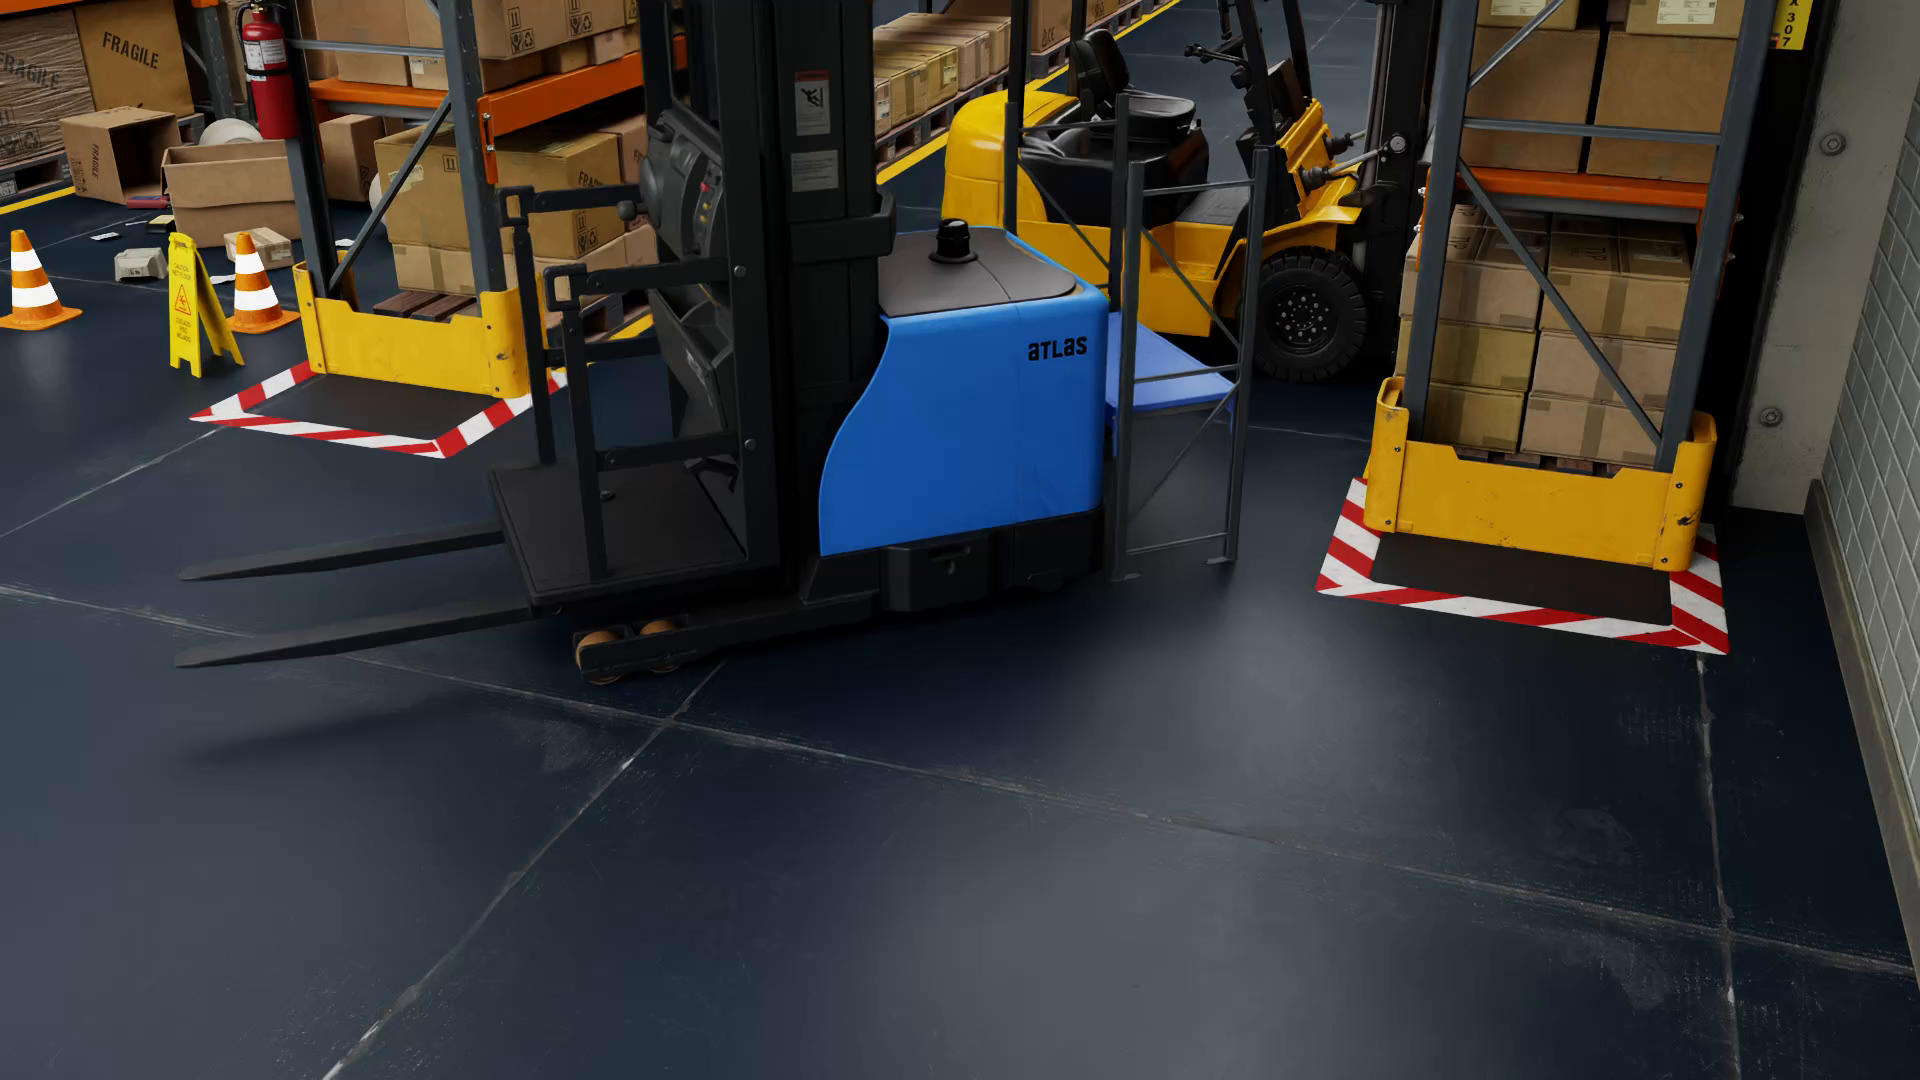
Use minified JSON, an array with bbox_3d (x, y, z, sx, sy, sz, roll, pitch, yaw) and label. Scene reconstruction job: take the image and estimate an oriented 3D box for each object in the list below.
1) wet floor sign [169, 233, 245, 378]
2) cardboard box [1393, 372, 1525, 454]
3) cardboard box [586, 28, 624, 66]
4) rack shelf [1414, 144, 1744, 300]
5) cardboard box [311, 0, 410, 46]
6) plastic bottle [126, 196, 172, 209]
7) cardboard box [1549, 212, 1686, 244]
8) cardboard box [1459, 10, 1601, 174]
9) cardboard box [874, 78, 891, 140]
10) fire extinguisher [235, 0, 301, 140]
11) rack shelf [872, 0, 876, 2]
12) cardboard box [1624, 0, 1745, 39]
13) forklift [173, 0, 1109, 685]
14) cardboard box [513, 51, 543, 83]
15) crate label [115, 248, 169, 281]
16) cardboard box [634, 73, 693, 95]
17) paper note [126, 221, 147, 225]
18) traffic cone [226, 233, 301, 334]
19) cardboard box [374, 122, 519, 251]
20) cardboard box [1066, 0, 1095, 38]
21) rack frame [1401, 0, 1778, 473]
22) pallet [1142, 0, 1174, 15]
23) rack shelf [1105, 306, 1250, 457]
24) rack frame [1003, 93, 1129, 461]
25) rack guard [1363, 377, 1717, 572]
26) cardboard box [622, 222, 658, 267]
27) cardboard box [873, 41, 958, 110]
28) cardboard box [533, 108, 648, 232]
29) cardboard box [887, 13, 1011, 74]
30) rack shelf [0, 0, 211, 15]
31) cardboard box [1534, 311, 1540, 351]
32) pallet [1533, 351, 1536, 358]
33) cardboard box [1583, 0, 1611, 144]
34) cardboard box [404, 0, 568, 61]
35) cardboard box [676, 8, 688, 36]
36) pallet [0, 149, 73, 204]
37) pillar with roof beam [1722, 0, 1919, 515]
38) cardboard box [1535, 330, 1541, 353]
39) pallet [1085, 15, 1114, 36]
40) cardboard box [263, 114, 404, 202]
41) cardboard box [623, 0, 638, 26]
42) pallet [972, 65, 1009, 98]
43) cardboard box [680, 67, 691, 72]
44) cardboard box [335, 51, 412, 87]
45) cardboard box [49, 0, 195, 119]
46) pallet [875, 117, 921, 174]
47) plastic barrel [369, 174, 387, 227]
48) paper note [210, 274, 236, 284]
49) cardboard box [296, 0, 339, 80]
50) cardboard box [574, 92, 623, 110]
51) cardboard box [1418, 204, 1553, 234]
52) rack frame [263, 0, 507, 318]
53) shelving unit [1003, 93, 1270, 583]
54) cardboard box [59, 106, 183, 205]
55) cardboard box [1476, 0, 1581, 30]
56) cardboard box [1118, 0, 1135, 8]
[{"bbox_3d":[-3.608,-1.127,7.838,0.267,0.644,0.232,20,32,35],"label":"wet floor sign"},{"bbox_3d":[2.005,-0.582,6.683,0.500,0.250,0.500,9,27,18],"label":"cardboard box"},{"bbox_3d":[-1.864,-2.407,8.068,0.380,0.149,0.250,9,27,18],"label":"cardboard box"},{"bbox_3d":[2.812,-1.890,7.536,1.077,0.370,4.000,9,27,17],"label":"rack shelf"},{"bbox_3d":[-2.615,-2.552,7.622,0.500,0.500,0.500,8,27,17],"label":"cardboard box"},{"bbox_3d":[-5.163,-2.161,10.643,0.283,0.061,0.133,0,26,-1],"label":"plastic bottle"},{"bbox_3d":[2.648,-1.169,6.748,0.500,0.250,0.500,9,27,18],"label":"cardboard box"},{"bbox_3d":[2.062,-1.677,6.157,0.500,0.500,0.500,8,27,16],"label":"cardboard box"},{"bbox_3d":[-1.032,-2.976,11.488,0.950,0.372,0.625,9,27,18],"label":"cardboard box"},{"bbox_3d":[-3.008,-2.095,7.223,0.296,0.674,0.183,9,27,17],"label":"fire extinguisher"},{"bbox_3d":[-0.539,-4.252,12.415,1.077,0.370,4.000,9,27,17],"label":"rack shelf"},{"bbox_3d":[2.504,-1.830,5.729,0.380,0.149,0.250,8,27,16],"label":"cardboard box"},{"bbox_3d":[-1.061,-1.120,5.199,3.031,2.935,1.130,-10,27,-19],"label":"forklift"},{"bbox_3d":[-2.157,-2.212,7.665,0.380,0.149,0.250,9,27,18],"label":"cardboard box"},{"bbox_3d":[-4.566,-1.538,9.270,0.250,0.136,0.298,-5,26,-9],"label":"crate label"},{"bbox_3d":[-1.485,-2.341,9.457,0.500,0.500,0.500,10,28,20],"label":"cardboard box"},{"bbox_3d":[-5.097,-1.962,10.291,0.123,0.001,0.032,-20,33,-36],"label":"paper note"},{"bbox_3d":[-3.609,-1.332,8.470,0.336,0.463,0.334,9,27,17],"label":"traffic cone"},{"bbox_3d":[-2.515,-1.766,8.268,0.500,0.500,0.500,9,27,18],"label":"cardboard box"},{"bbox_3d":[0.735,-5.268,15.644,0.875,0.875,0.875,9,27,18],"label":"cardboard box"},{"bbox_3d":[2.146,-1.392,5.682,1.000,3.000,0.127,9,27,17],"label":"rack frame"},{"bbox_3d":[1.784,-6.087,18.580,1.003,0.211,1.213,9,27,17],"label":"pallet"},{"bbox_3d":[0.589,-0.610,6.203,0.538,0.185,1.000,-10,27,-19],"label":"rack shelf"},{"bbox_3d":[0.403,-0.979,6.550,0.500,1.500,0.032,-10,27,-19],"label":"rack frame"},{"bbox_3d":[2.138,-0.257,6.206,1.175,0.500,0.348,9,27,17],"label":"rack guard"},{"bbox_3d":[-1.830,-1.561,8.706,0.500,0.250,0.500,10,27,19],"label":"cardboard box"},{"bbox_3d":[-0.567,-3.558,12.689,0.950,0.372,0.625,10,27,19],"label":"cardboard box"},{"bbox_3d":[-1.829,-1.916,8.577,0.500,0.500,0.500,8,27,16],"label":"cardboard box"},{"bbox_3d":[-0.071,-4.173,13.960,0.950,0.372,0.625,7,27,14],"label":"cardboard box"},{"bbox_3d":[-6.572,-3.284,10.417,1.077,0.370,4.000,9,27,17],"label":"rack shelf"},{"bbox_3d":[2.191,-1.018,7.010,0.500,0.250,0.500,8,27,17],"label":"cardboard box"},{"bbox_3d":[2.769,-0.957,7.983,1.003,0.211,1.213,9,27,17],"label":"pallet"},{"bbox_3d":[2.725,-1.817,6.446,0.500,0.500,0.500,10,27,19],"label":"cardboard box"},{"bbox_3d":[-2.117,-2.443,7.398,0.500,0.500,0.500,8,27,17],"label":"cardboard box"},{"bbox_3d":[-1.663,-2.740,8.754,0.380,0.149,0.250,8,27,16],"label":"cardboard box"},{"bbox_3d":[-6.637,-2.371,10.904,1.003,0.211,1.213,9,27,17],"label":"pallet"},{"bbox_3d":[-0.832,-4.871,5.985,9.100,9.000,0.400,9,27,17],"label":"pillar with roof beam"},{"bbox_3d":[2.655,-0.939,6.847,0.500,0.250,0.500,8,27,17],"label":"cardboard box"},{"bbox_3d":[0.868,-4.955,16.242,1.003,0.211,1.213,9,27,17],"label":"pallet"},{"bbox_3d":[-4.035,-2.522,10.725,0.797,0.637,0.503,9,27,17],"label":"cardboard box"},{"bbox_3d":[-1.779,-2.866,8.271,0.500,0.500,0.500,8,27,16],"label":"cardboard box"},{"bbox_3d":[-0.135,-3.821,13.900,1.003,0.211,1.213,9,27,17],"label":"pallet"},{"bbox_3d":[-1.823,-2.618,10.027,0.500,0.500,0.500,10,28,20],"label":"cardboard box"},{"bbox_3d":[-2.613,-2.181,7.602,0.380,0.149,0.250,10,27,19],"label":"cardboard box"},{"bbox_3d":[-6.181,-3.414,11.816,0.875,0.875,0.875,9,27,18],"label":"cardboard box"},{"bbox_3d":[-0.947,-2.819,11.829,1.003,0.211,1.213,9,27,17],"label":"pallet"},{"bbox_3d":[-3.276,-2.019,9.933,0.421,0.421,0.512,-14,29,-27],"label":"plastic barrel"},{"bbox_3d":[-4.098,-1.451,9.211,0.148,0.019,0.142,0,26,-1],"label":"paper note"},{"bbox_3d":[-5.460,-4.270,13.727,1.050,0.750,0.750,9,27,17],"label":"cardboard box"},{"bbox_3d":[-2.170,-2.187,9.138,0.500,0.500,0.500,8,27,16],"label":"cardboard box"},{"bbox_3d":[2.170,-1.238,6.891,0.500,0.250,0.500,9,27,18],"label":"cardboard box"},{"bbox_3d":[-2.536,-2.110,7.165,1.000,3.000,0.127,9,27,17],"label":"rack frame"},{"bbox_3d":[0.589,-0.772,6.124,0.538,1.500,1.048,-10,27,-19],"label":"shelving unit"},{"bbox_3d":[-5.455,-2.519,10.877,0.500,0.500,0.500,14,29,26],"label":"cardboard box"},{"bbox_3d":[1.997,-1.912,5.897,0.380,0.149,0.250,9,27,18],"label":"cardboard box"},{"bbox_3d":[1.327,-6.008,17.172,0.875,0.875,0.875,10,27,19],"label":"cardboard box"}]
